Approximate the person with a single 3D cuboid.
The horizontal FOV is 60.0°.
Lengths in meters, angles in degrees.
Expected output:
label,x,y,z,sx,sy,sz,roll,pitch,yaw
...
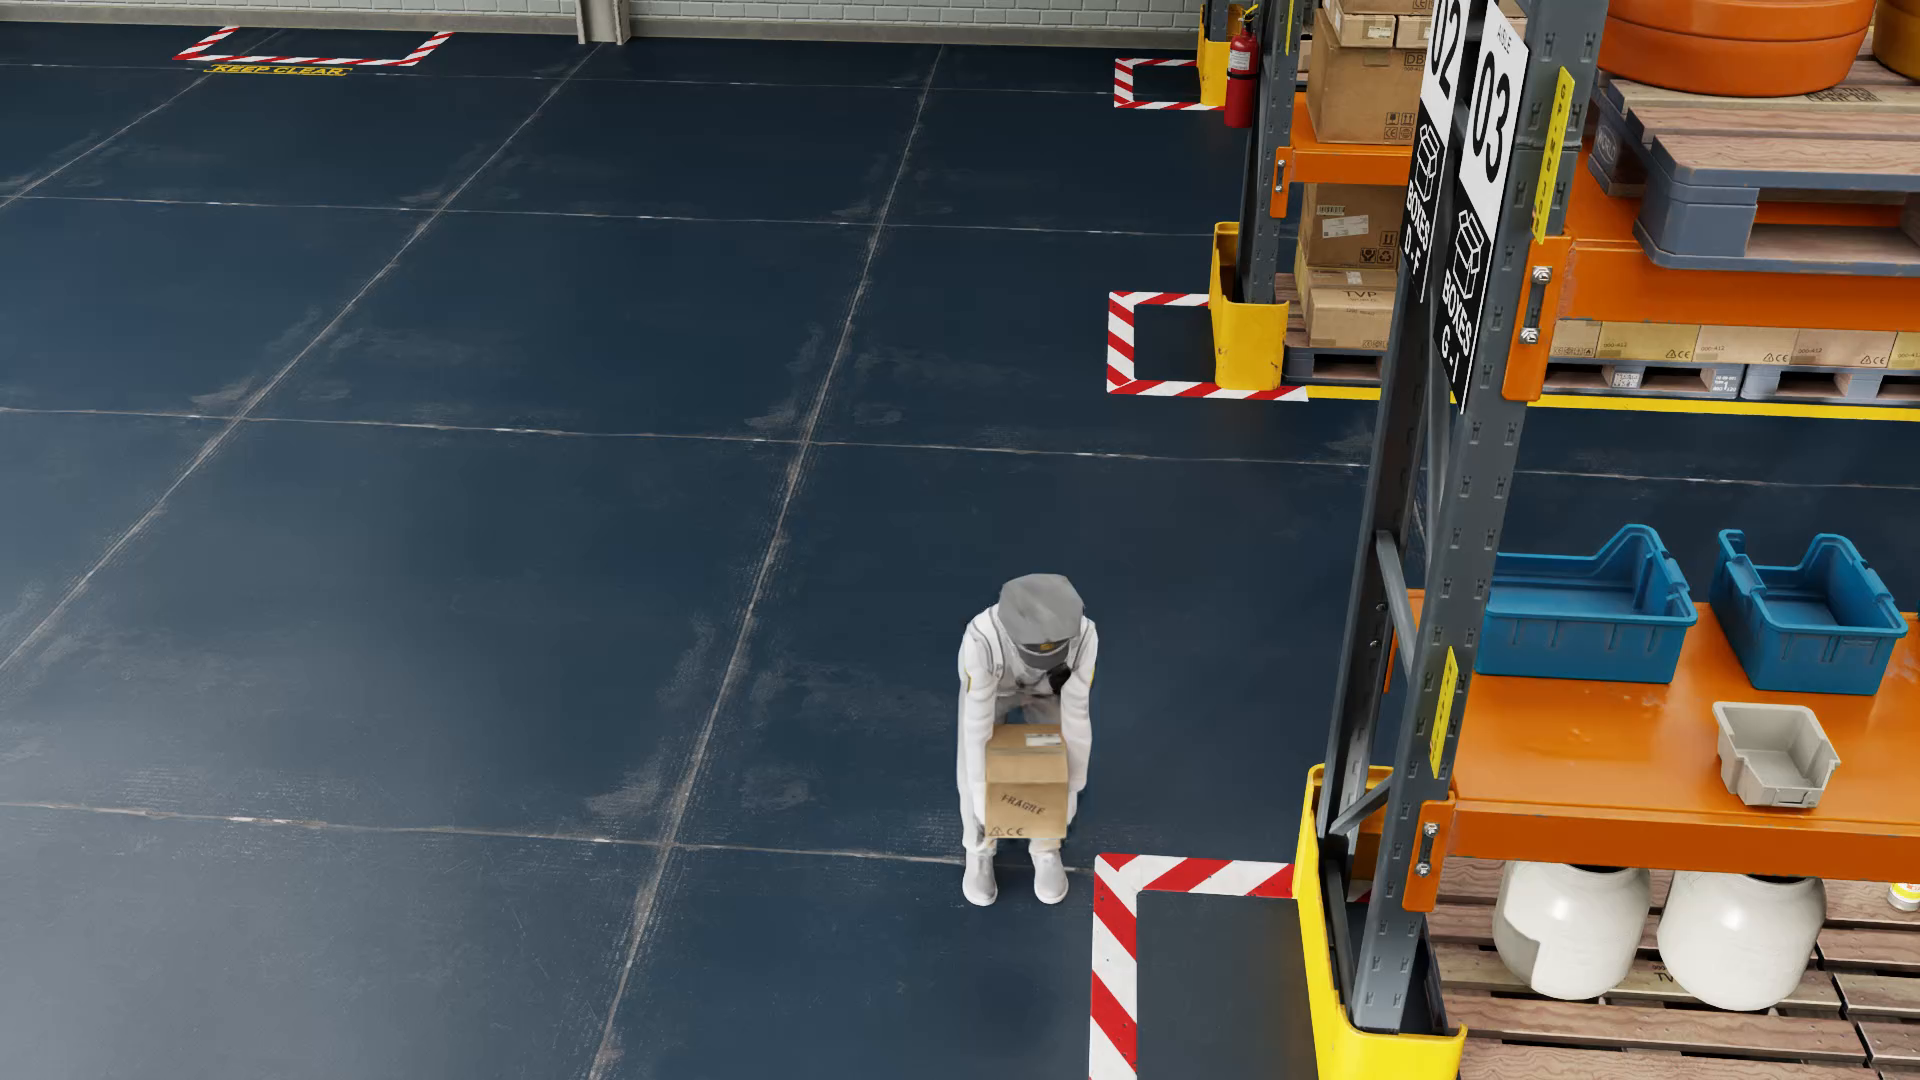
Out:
label,x,y,z,sx,sy,sz,roll,pitch,yaw
person,0.206,0.643,5.300,0.416,1.473,0.756,-2,32,-3
